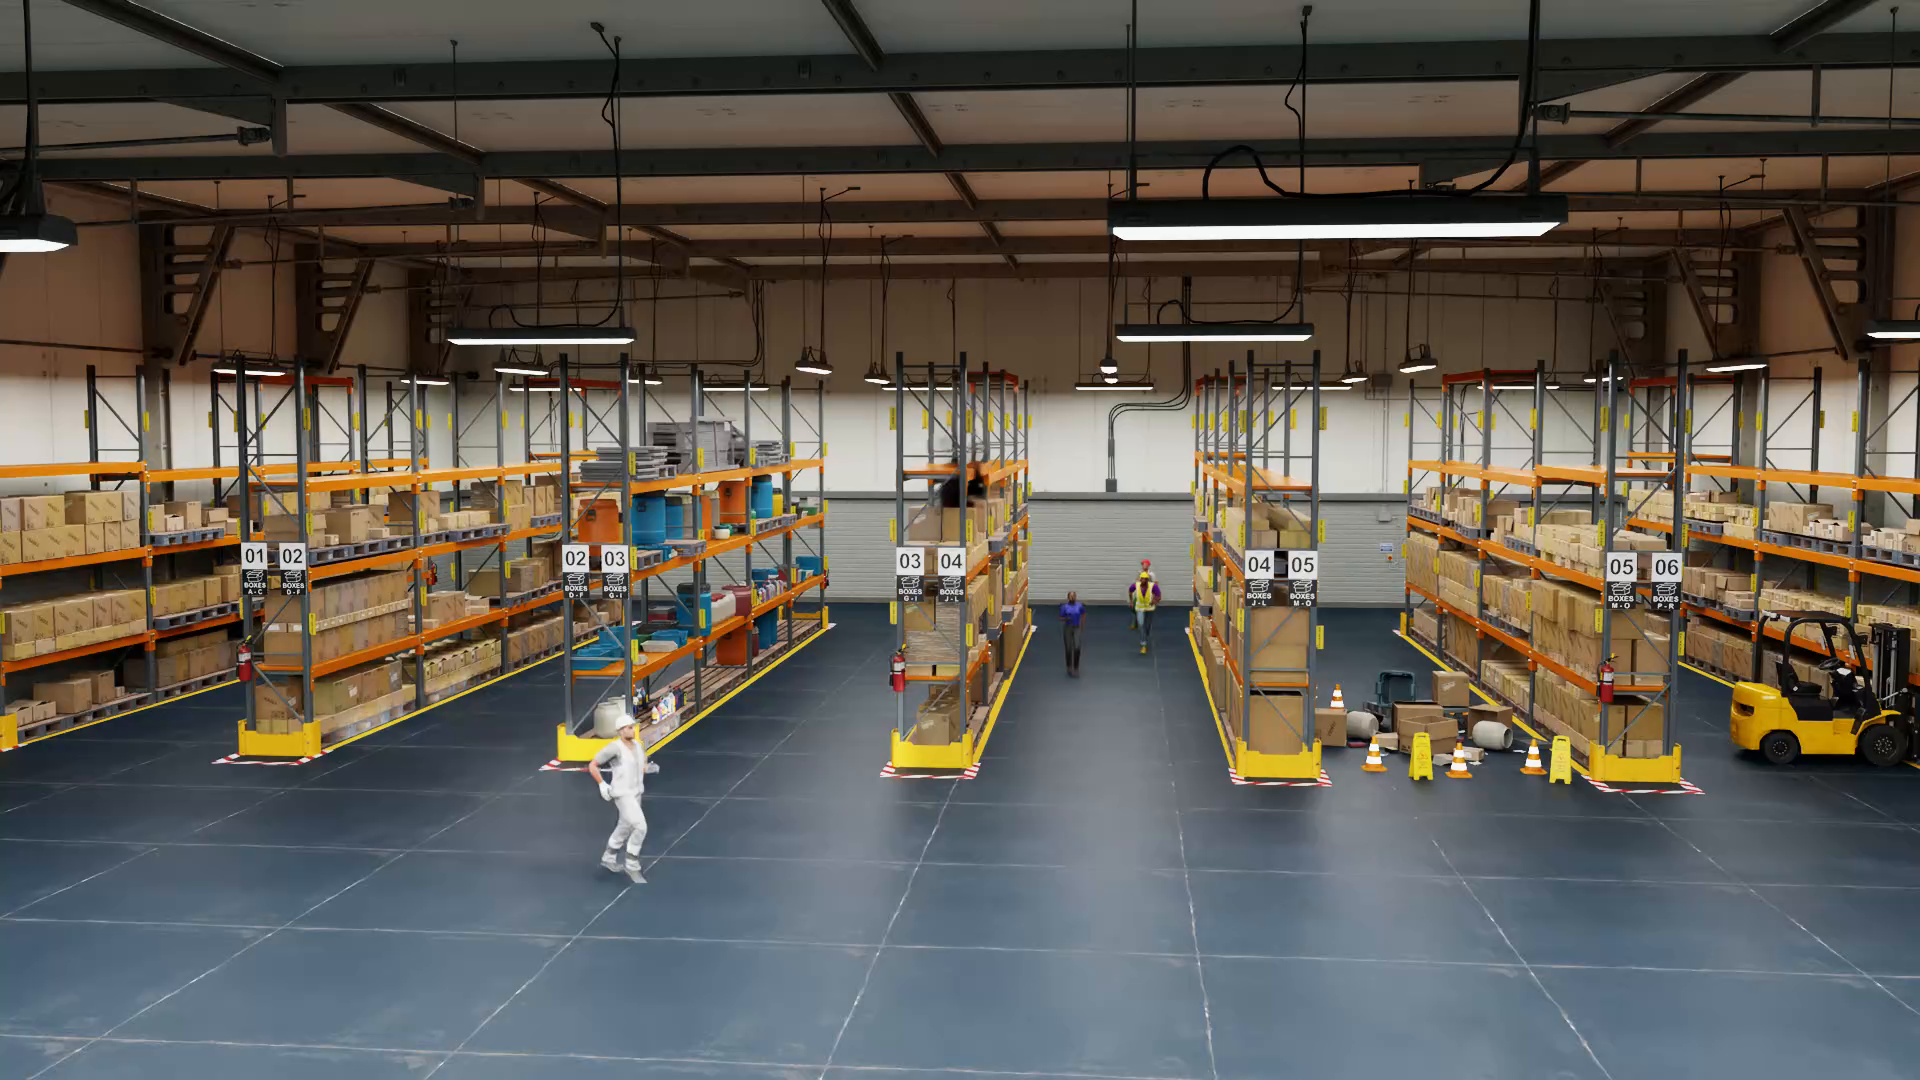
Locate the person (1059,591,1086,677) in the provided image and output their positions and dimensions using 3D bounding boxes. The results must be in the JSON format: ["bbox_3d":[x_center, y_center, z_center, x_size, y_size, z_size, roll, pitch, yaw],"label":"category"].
[{"bbox_3d":[2.225,1.857,32.864,0.554,1.690,0.693,0,4,2],"label":"person"}]

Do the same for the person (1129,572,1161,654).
[{"bbox_3d":[4.043,1.557,36.349,0.701,1.762,1.110,0,4,3],"label":"person"}]

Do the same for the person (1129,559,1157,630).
[{"bbox_3d":[4.415,1.304,39.980,0.795,1.708,0.620,3,5,41],"label":"person"}]

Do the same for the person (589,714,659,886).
[{"bbox_3d":[-3.626,2.821,18.115,0.774,1.846,0.643,2,4,21],"label":"person"}]
